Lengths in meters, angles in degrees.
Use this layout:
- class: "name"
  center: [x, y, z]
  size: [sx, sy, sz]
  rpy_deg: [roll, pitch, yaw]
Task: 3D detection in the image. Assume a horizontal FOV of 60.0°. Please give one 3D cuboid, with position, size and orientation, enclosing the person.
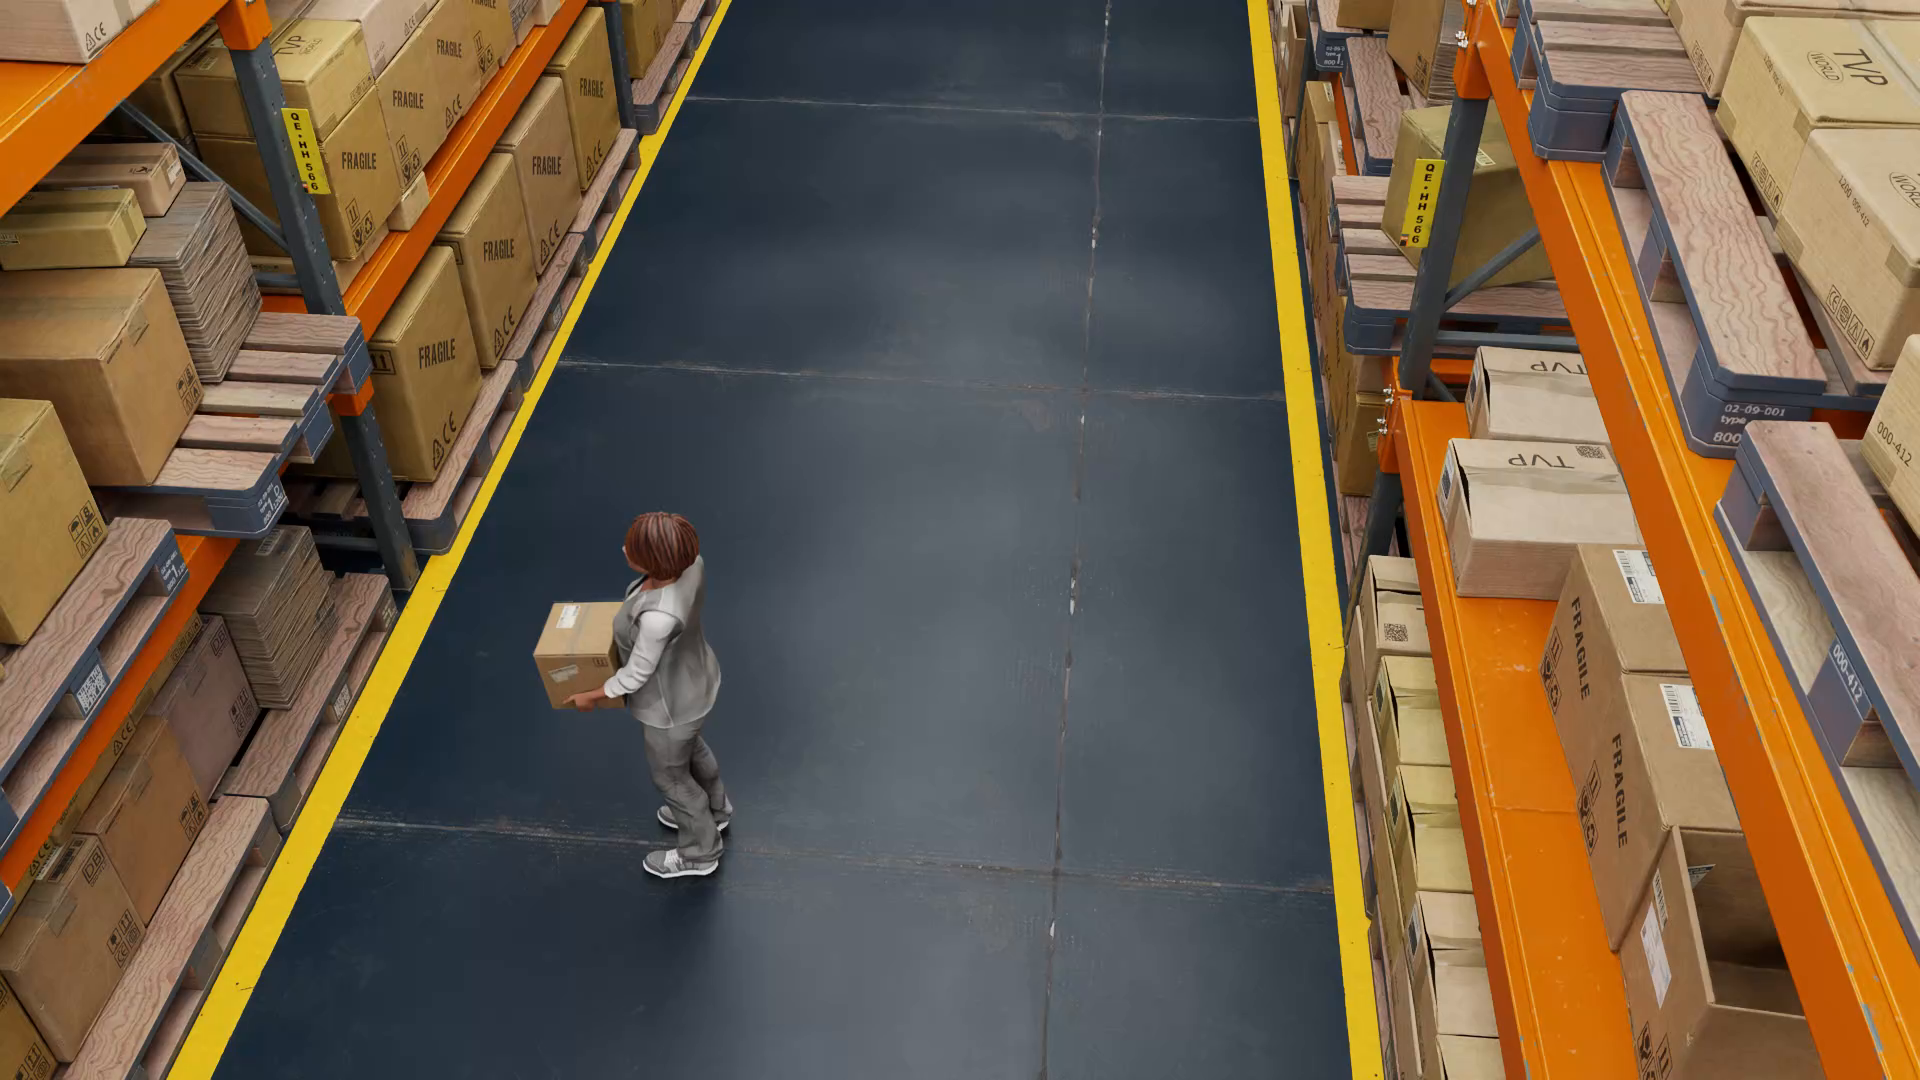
- class: "person"
  center: [-1.042, 0.518, 5.558]
  size: [0.477, 1.598, 0.412]
  rpy_deg: [3, 41, 4]
